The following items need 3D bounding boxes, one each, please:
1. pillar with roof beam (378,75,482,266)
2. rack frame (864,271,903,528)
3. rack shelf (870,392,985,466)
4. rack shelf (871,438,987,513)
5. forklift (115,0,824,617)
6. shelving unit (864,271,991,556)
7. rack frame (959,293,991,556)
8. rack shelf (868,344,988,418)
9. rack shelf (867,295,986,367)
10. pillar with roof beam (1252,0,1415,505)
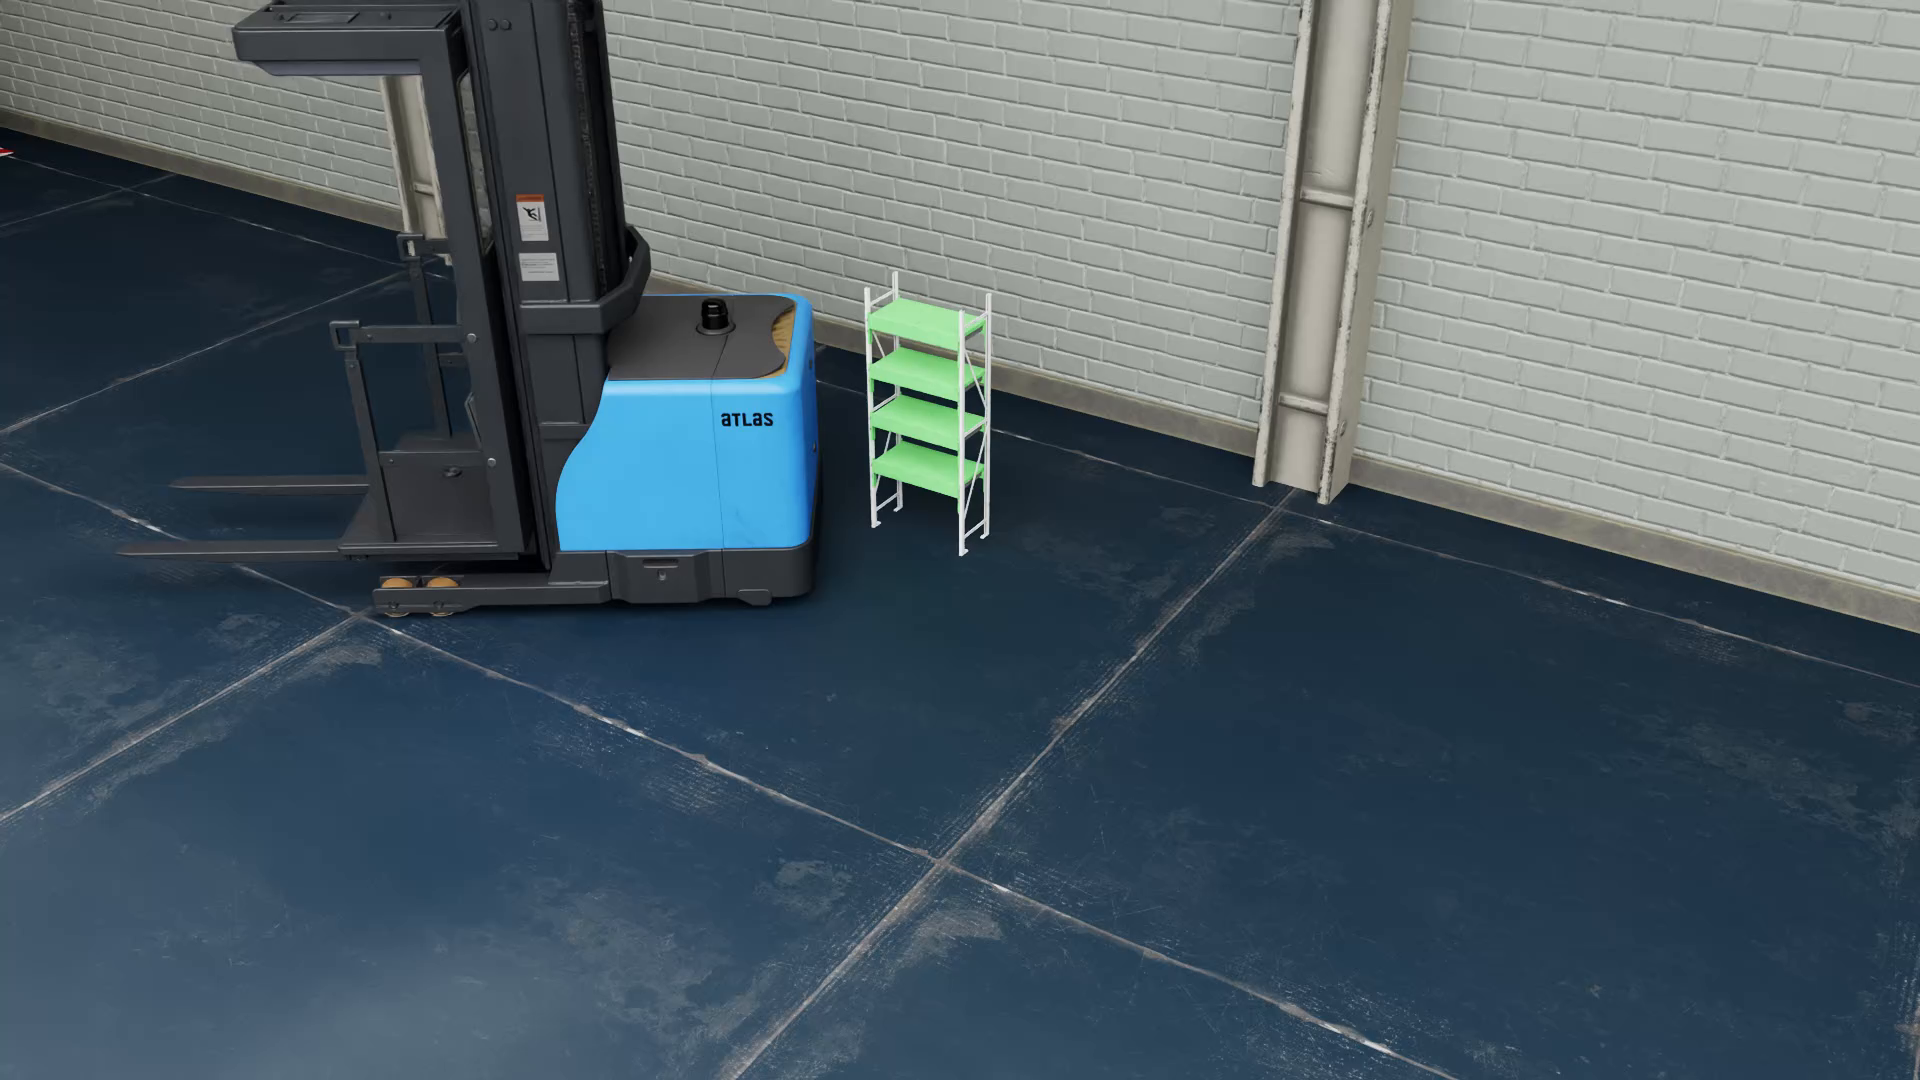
[{"bbox_3d":[-5.679,-3.944,5.581,0.400,9.000,9.100,18,35,27],"label":"pillar with roof beam"},{"bbox_3d":[-0.347,-0.628,7.636,0.015,1.200,0.240,18,35,27],"label":"rack frame"},{"bbox_3d":[-0.140,-0.507,7.556,0.480,0.148,0.258,18,35,27],"label":"rack shelf"},{"bbox_3d":[-0.140,-0.300,7.677,0.480,0.148,0.258,18,35,27],"label":"rack shelf"},{"bbox_3d":[-2.161,-1.204,6.904,3.031,2.935,1.130,-1,30,-1],"label":"forklift"},{"bbox_3d":[-0.140,-0.563,7.524,0.503,1.200,0.258,18,35,27],"label":"shelving unit"},{"bbox_3d":[0.066,-0.497,7.412,0.015,1.200,0.240,18,35,27],"label":"rack frame"},{"bbox_3d":[-0.140,-0.715,7.435,0.480,0.148,0.258,18,35,27],"label":"rack shelf"},{"bbox_3d":[-0.140,-0.922,7.314,0.480,0.148,0.258,18,35,27],"label":"rack shelf"},{"bbox_3d":[-0.598,-2.337,2.826,0.400,9.000,9.100,18,35,27],"label":"pillar with roof beam"}]
